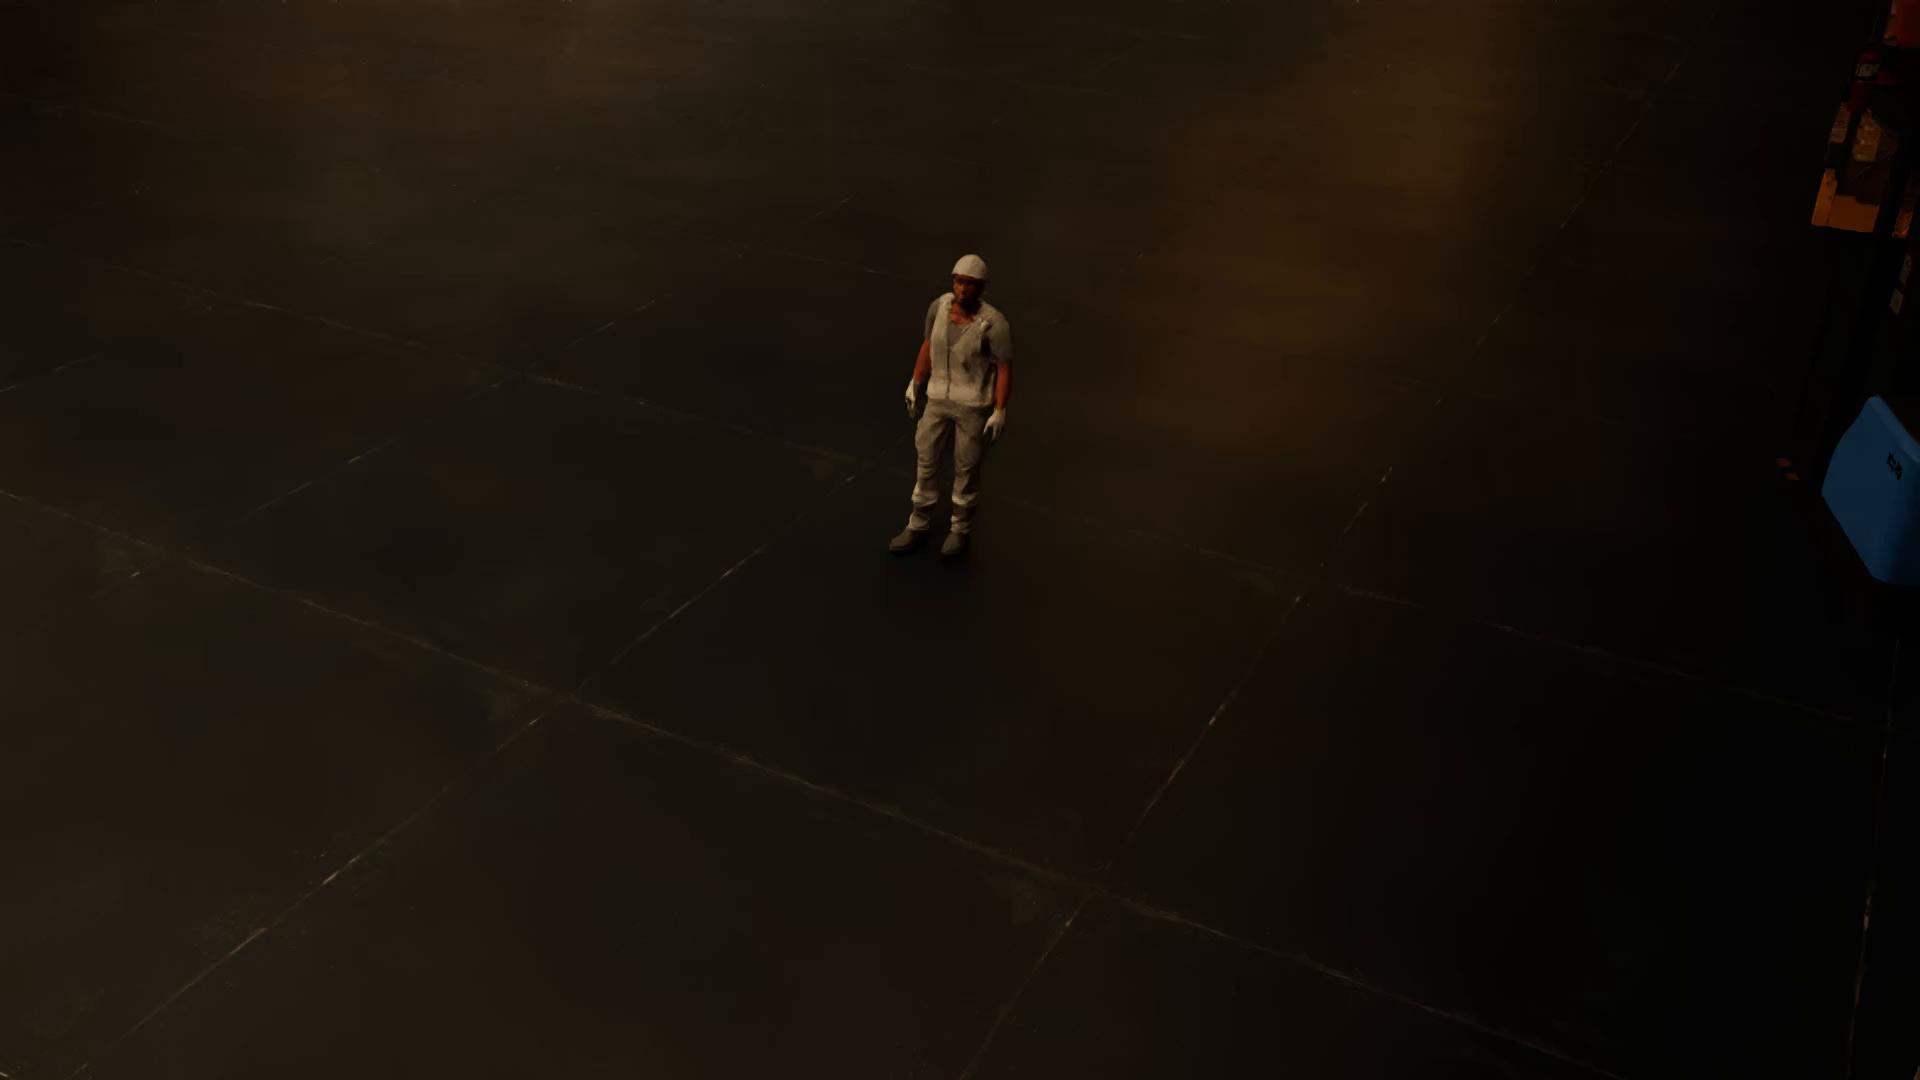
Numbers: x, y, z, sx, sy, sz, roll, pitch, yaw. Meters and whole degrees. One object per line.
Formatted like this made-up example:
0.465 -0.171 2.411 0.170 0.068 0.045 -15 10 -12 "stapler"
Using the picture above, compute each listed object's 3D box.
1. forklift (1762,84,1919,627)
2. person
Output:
5.681 -1.465 9.609 1.130 2.935 3.031 4 30 8 "forklift"
-0.048 -0.748 9.496 0.637 1.787 0.563 15 33 25 "person"
